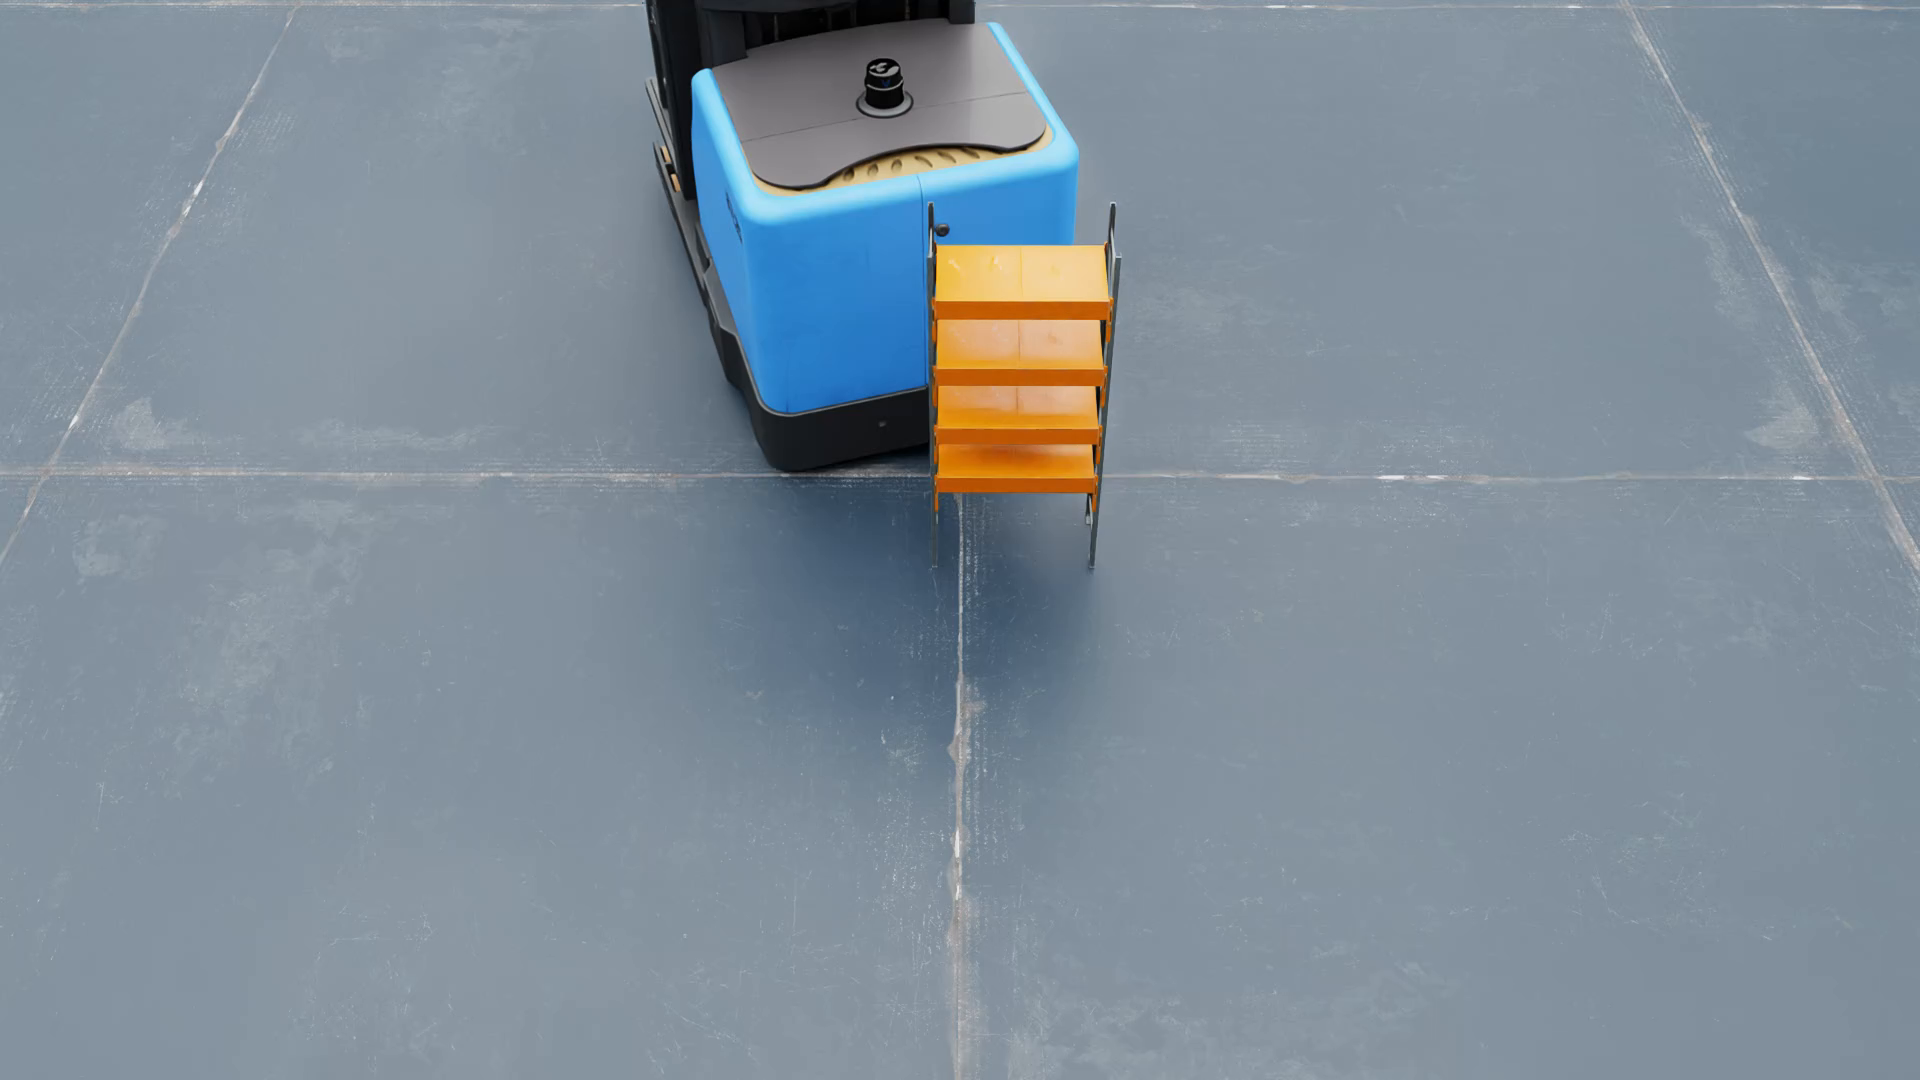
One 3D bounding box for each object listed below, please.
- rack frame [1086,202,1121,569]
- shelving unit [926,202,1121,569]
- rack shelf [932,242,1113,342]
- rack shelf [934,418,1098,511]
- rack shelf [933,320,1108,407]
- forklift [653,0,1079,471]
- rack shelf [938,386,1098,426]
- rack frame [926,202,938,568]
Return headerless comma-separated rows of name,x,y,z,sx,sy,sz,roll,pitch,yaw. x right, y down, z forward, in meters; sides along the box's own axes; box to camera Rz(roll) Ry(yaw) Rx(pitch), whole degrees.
rack frame,0.410,-0.408,4.810,0.015,1.200,0.240,0,47,0
shelving unit,0.166,-0.408,4.810,0.503,1.200,0.258,0,47,0
rack shelf,0.166,-0.676,4.523,0.480,0.148,0.258,0,47,0
rack shelf,0.166,-0.227,5.005,0.480,0.148,0.258,0,47,0
rack shelf,0.166,-0.515,4.696,0.480,0.148,0.258,0,47,0
forklift,-0.396,-1.922,5.080,1.129,2.867,1.939,-13,48,-12
rack shelf,0.166,-0.389,4.831,0.457,0.050,0.221,0,47,0
rack frame,-0.078,-0.409,4.811,0.015,1.200,0.240,0,47,0
